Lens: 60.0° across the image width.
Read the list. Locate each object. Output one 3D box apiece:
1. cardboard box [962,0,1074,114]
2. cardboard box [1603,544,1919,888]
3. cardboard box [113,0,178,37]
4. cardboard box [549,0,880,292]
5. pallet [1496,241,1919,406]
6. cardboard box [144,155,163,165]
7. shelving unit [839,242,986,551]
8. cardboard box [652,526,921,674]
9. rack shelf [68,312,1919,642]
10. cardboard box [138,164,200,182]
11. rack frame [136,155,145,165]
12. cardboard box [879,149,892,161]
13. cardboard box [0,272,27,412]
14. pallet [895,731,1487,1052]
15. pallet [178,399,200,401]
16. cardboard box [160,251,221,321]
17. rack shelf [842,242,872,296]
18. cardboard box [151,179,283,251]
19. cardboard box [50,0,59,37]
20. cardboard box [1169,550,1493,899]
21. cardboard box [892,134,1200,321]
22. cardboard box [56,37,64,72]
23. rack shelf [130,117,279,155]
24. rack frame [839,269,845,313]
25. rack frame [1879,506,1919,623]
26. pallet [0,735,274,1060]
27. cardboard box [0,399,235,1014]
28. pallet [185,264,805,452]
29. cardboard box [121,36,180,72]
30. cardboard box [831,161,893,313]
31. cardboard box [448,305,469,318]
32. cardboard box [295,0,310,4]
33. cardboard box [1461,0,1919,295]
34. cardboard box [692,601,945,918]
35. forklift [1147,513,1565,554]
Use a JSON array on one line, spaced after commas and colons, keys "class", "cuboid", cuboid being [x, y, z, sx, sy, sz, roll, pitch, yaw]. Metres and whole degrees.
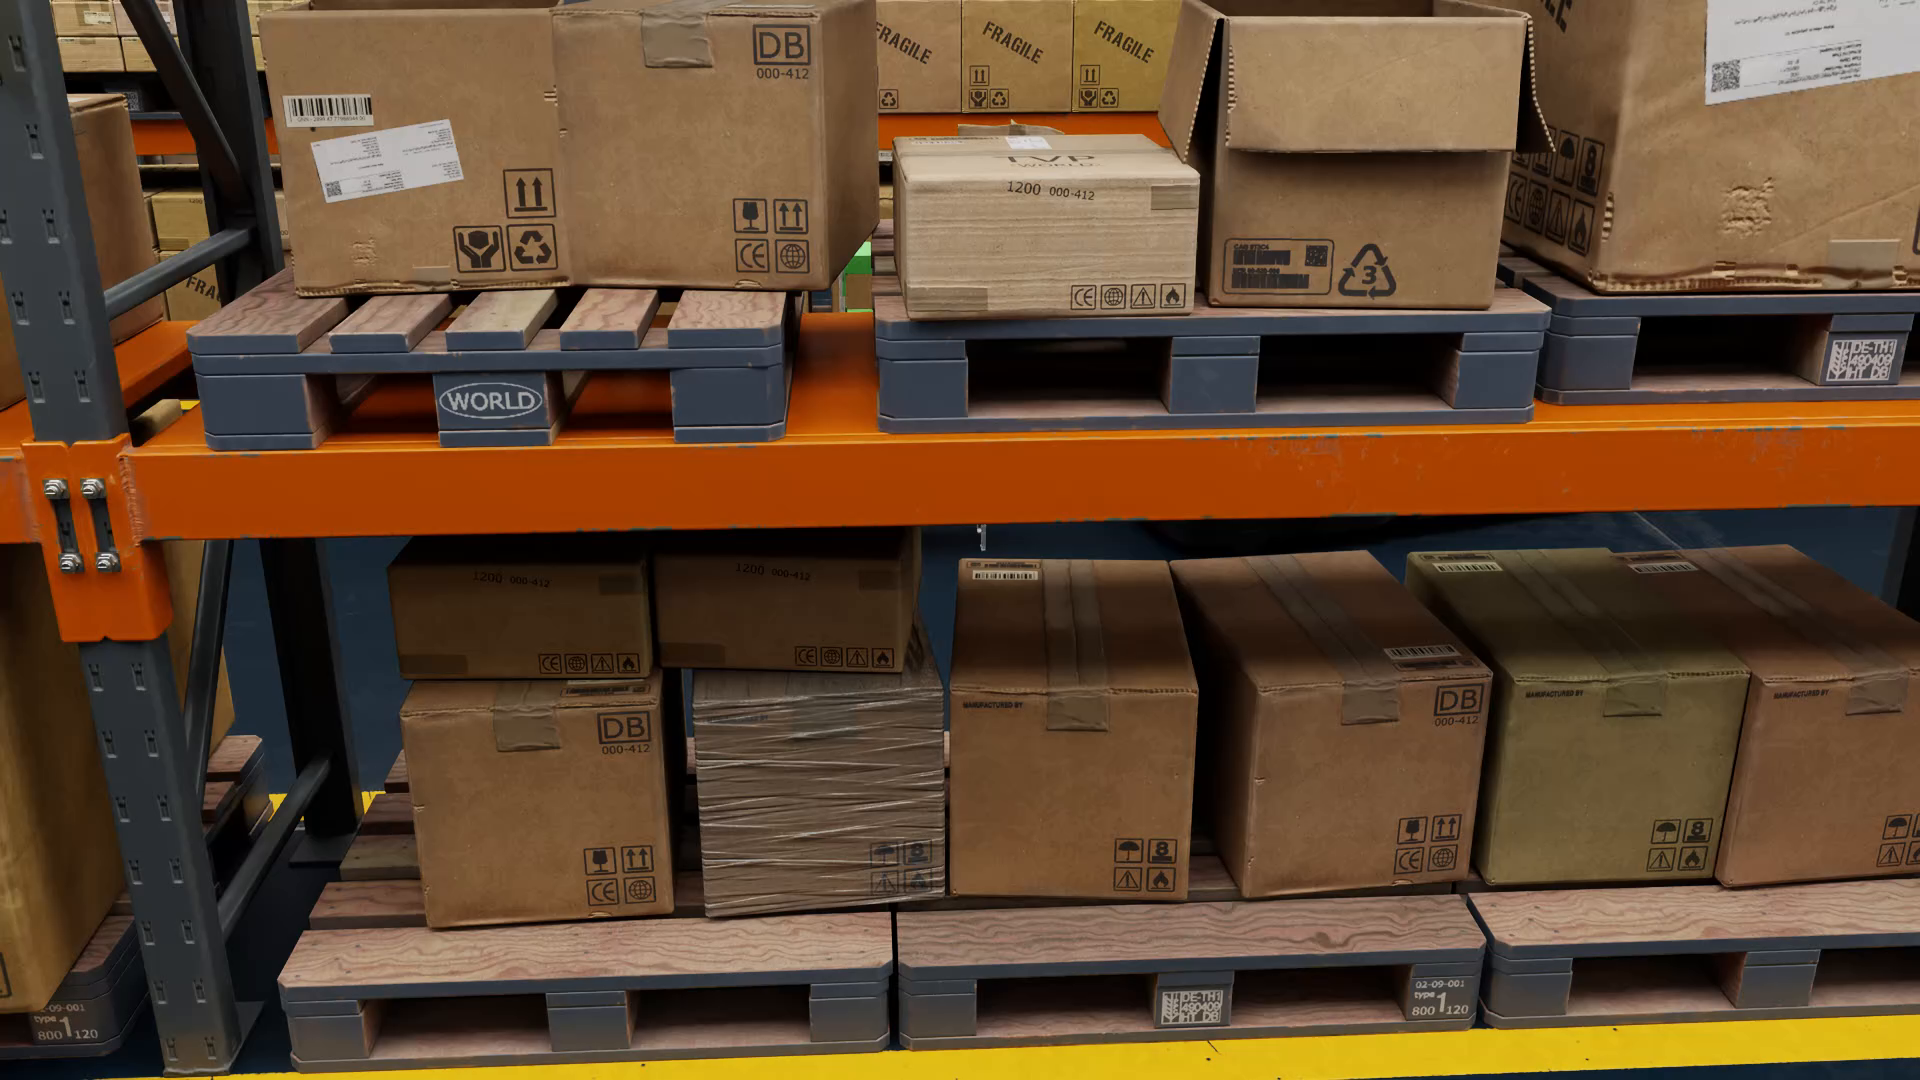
[{"class": "cardboard box", "cuboid": [0.241, -2.264, 7.712, 0.500, 0.500, 0.500, -1, 21, -4]}, {"class": "cardboard box", "cuboid": [1.831, 0.376, 3.811, 0.500, 0.500, 0.700, -3, 21, -7]}, {"class": "cardboard box", "cuboid": [-3.486, -2.293, 7.272, 0.250, 0.149, 0.380, -1, 21, -2]}, {"class": "cardboard box", "cuboid": [-0.460, -0.825, 3.341, 0.500, 0.500, 0.700, 2, 21, 5]}, {"class": "pallet", "cuboid": [1.674, -0.538, 3.587, 1.213, 0.211, 1.003, -1, 21, -3]}, {"class": "cardboard box", "cuboid": [-6.741, -2.973, 12.725, 0.875, 0.438, 0.875, -1, 21, -4]}, {"class": "shelving unit", "cuboid": [-0.165, -0.557, 5.899, 0.503, 1.200, 0.258, -1, 21, -3]}, {"class": "cardboard box", "cuboid": [-0.352, 0.064, 3.579, 0.500, 0.250, 0.500, 1, 21, 3]}, {"class": "rack shelf", "cuboid": [0.448, -0.214, 3.479, 4.000, 0.370, 1.077, -1, 21, -3]}, {"class": "cardboard box", "cuboid": [-3.954, -1.697, 8.233, 0.500, 0.250, 0.500, -2, 21, -5]}, {"class": "rack frame", "cuboid": [-6.108, -3.949, 12.277, 0.127, 3.000, 1.000, -1, 21, -3]}, {"class": "cardboard box", "cuboid": [-0.813, -3.024, 12.951, 0.625, 0.372, 0.950, -2, 21, -4]}, {"class": "cardboard box", "cuboid": [-2.027, -0.458, 2.969, 0.500, 0.500, 0.500, -1, 21, -1]}, {"class": "pallet", "cuboid": [0.447, 0.754, 3.843, 1.213, 0.211, 1.003, -1, 21, -3]}, {"class": "pallet", "cuboid": [-3.726, -0.932, 8.271, 1.213, 0.211, 1.003, -1, 21, -3]}, {"class": "cardboard box", "cuboid": [-3.418, -1.170, 7.901, 0.500, 0.500, 0.500, -2, 21, -5]}, {"class": "rack shelf", "cuboid": [-0.165, -0.946, 5.751, 0.480, 0.148, 0.258, -1, 21, -3]}, {"class": "cardboard box", "cuboid": [-3.410, -1.526, 7.783, 0.500, 0.250, 0.500, -1, 21, -2]}, {"class": "cardboard box", "cuboid": [-3.995, -2.283, 7.248, 0.250, 0.149, 0.380, -2, 21, -4]}, {"class": "cardboard box", "cuboid": [0.795, 0.391, 3.773, 0.500, 0.500, 0.700, -3, 21, -8]}, {"class": "cardboard box", "cuboid": [0.138, -0.588, 3.071, 0.500, 0.250, 0.500, -2, 21, -5]}, {"class": "cardboard box", "cuboid": [-4.001, -2.144, 7.301, 0.250, 0.149, 0.380, -2, 21, -4]}, {"class": "rack shelf", "cuboid": [-3.727, -1.897, 7.899, 4.000, 0.370, 1.077, -1, 21, -3]}, {"class": "rack frame", "cuboid": [-0.409, -0.552, 5.886, 0.015, 1.200, 0.240, -1, 21, -3]}, {"class": "rack frame", "cuboid": [2.445, -0.591, 3.458, 0.127, 3.000, 1.000, -1, 21, -3]}, {"class": "pallet", "cuboid": [-2.340, 0.783, 3.769, 1.213, 0.211, 1.003, -1, 21, -3]}, {"class": "cardboard box", "cuboid": [-2.239, 0.294, 3.530, 0.875, 0.875, 1.225, -2, 21, -6]}, {"class": "pallet", "cuboid": [-0.843, -0.472, 3.416, 1.003, 0.211, 1.213, -1, 21, -3]}, {"class": "cardboard box", "cuboid": [-3.478, -2.155, 7.329, 0.250, 0.149, 0.380, -1, 21, -1]}, {"class": "cardboard box", "cuboid": [-0.245, -1.418, 8.201, 0.750, 0.750, 1.050, -1, 21, -2]}, {"class": "cardboard box", "cuboid": [-2.373, -1.196, 7.968, 0.500, 0.500, 0.500, -1, 21, -3]}, {"class": "cardboard box", "cuboid": [-2.727, -2.308, 7.311, 0.250, 0.149, 0.380, -1, 21, -2]}, {"class": "cardboard box", "cuboid": [1.644, -1.101, 3.364, 1.000, 1.000, 1.000, -1, 21, -3]}, {"class": "cardboard box", "cuboid": [-0.328, 0.416, 3.707, 0.500, 0.500, 0.700, -3, 21, -8]}, {"class": "forklift", "cuboid": [2.026, -1.632, 6.288, 3.031, 2.935, 1.130, -8, 22, -19]}]
